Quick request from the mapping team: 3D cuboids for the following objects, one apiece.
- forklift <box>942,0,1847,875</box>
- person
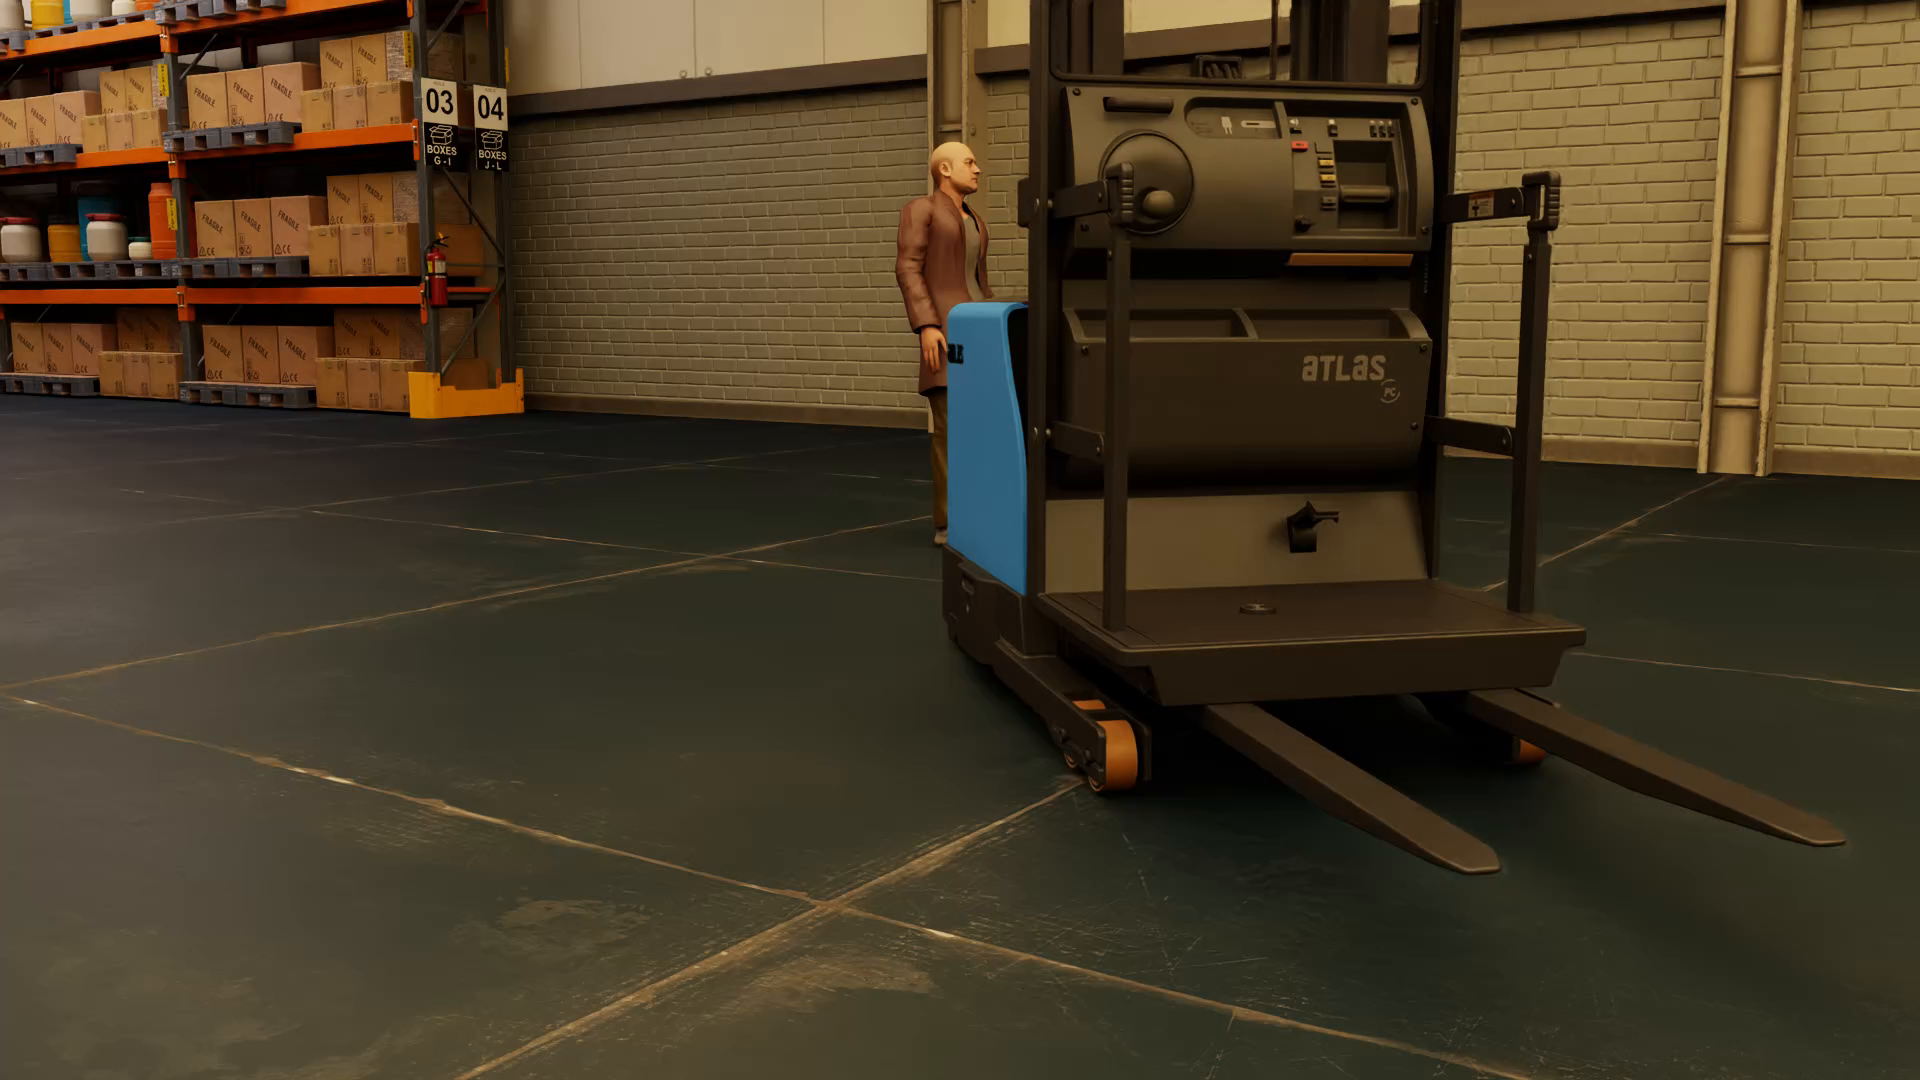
[{"bbox_3d":[0.763,-0.949,3.865,1.130,2.935,3.031,-2,8,-12],"label":"forklift"},{"bbox_3d":[0.072,-0.880,7.423,0.582,1.776,0.696,5,10,34],"label":"person"}]
